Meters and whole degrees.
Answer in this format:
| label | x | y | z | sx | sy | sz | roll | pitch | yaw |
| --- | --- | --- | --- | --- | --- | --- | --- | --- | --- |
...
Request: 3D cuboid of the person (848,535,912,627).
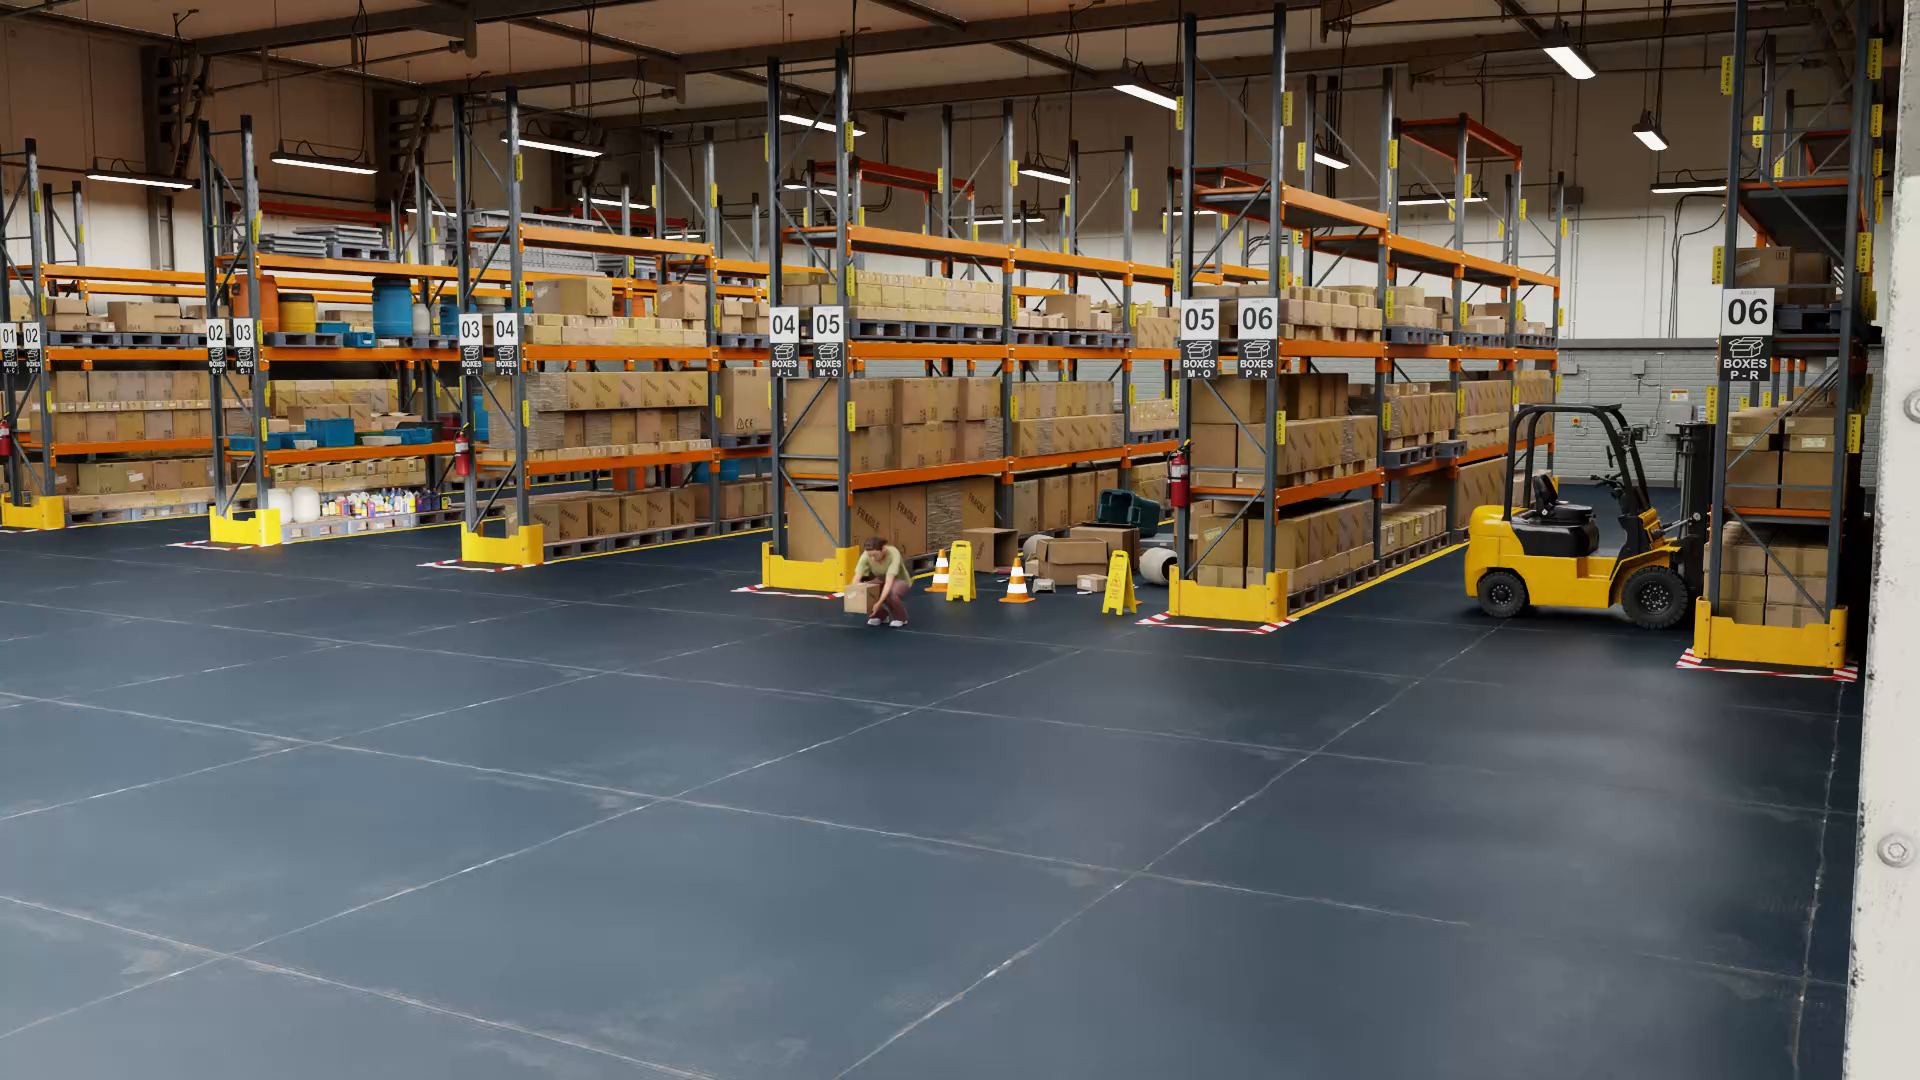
| label | x | y | z | sx | sy | sz | roll | pitch | yaw |
| --- | --- | --- | --- | --- | --- | --- | --- | --- | --- |
| person | -0.764 | 0.394 | 16.213 | 0.482 | 0.923 | 0.806 | 3 | 7 | 29 |
